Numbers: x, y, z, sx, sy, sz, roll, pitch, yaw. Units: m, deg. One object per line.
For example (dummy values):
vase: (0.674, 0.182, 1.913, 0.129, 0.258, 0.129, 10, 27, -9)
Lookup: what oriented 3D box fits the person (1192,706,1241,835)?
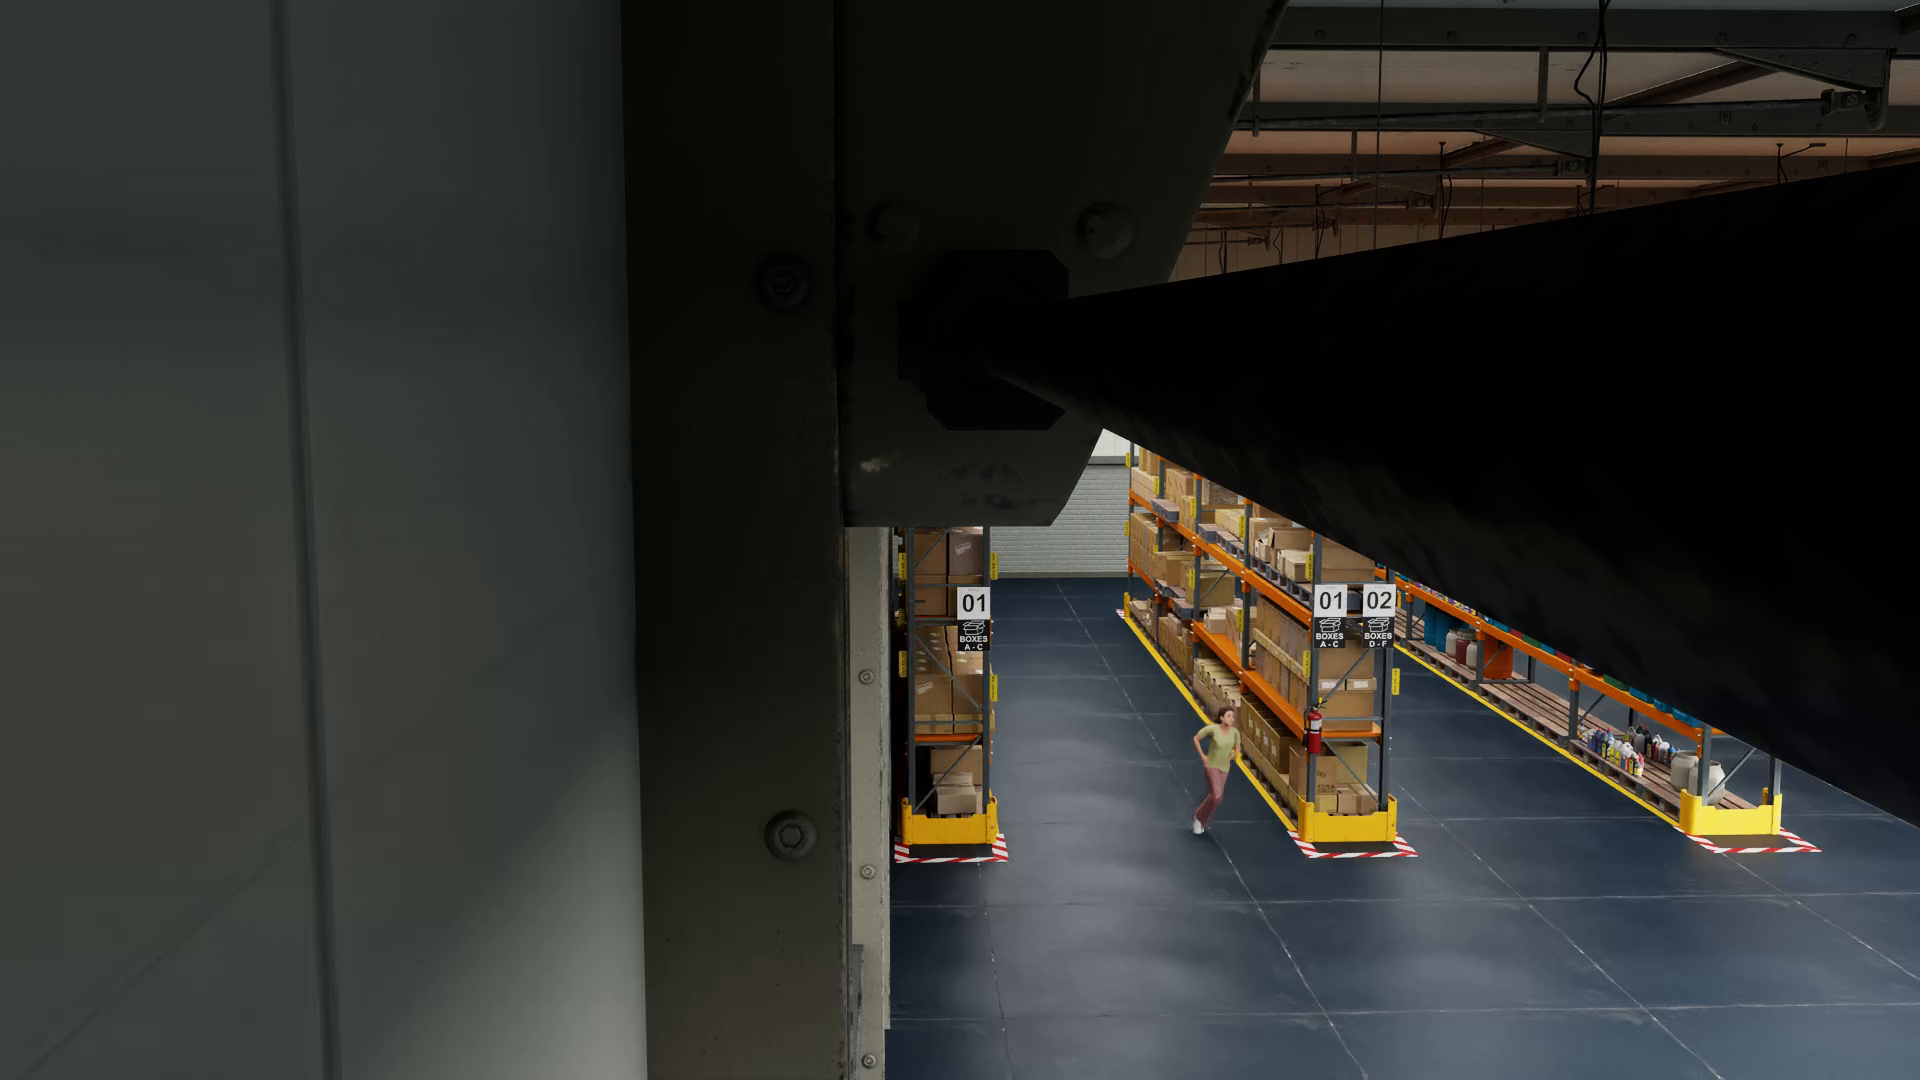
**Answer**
person: (3.224, 2.867, 20.836, 0.649, 1.610, 0.588, -3, 8, -23)
